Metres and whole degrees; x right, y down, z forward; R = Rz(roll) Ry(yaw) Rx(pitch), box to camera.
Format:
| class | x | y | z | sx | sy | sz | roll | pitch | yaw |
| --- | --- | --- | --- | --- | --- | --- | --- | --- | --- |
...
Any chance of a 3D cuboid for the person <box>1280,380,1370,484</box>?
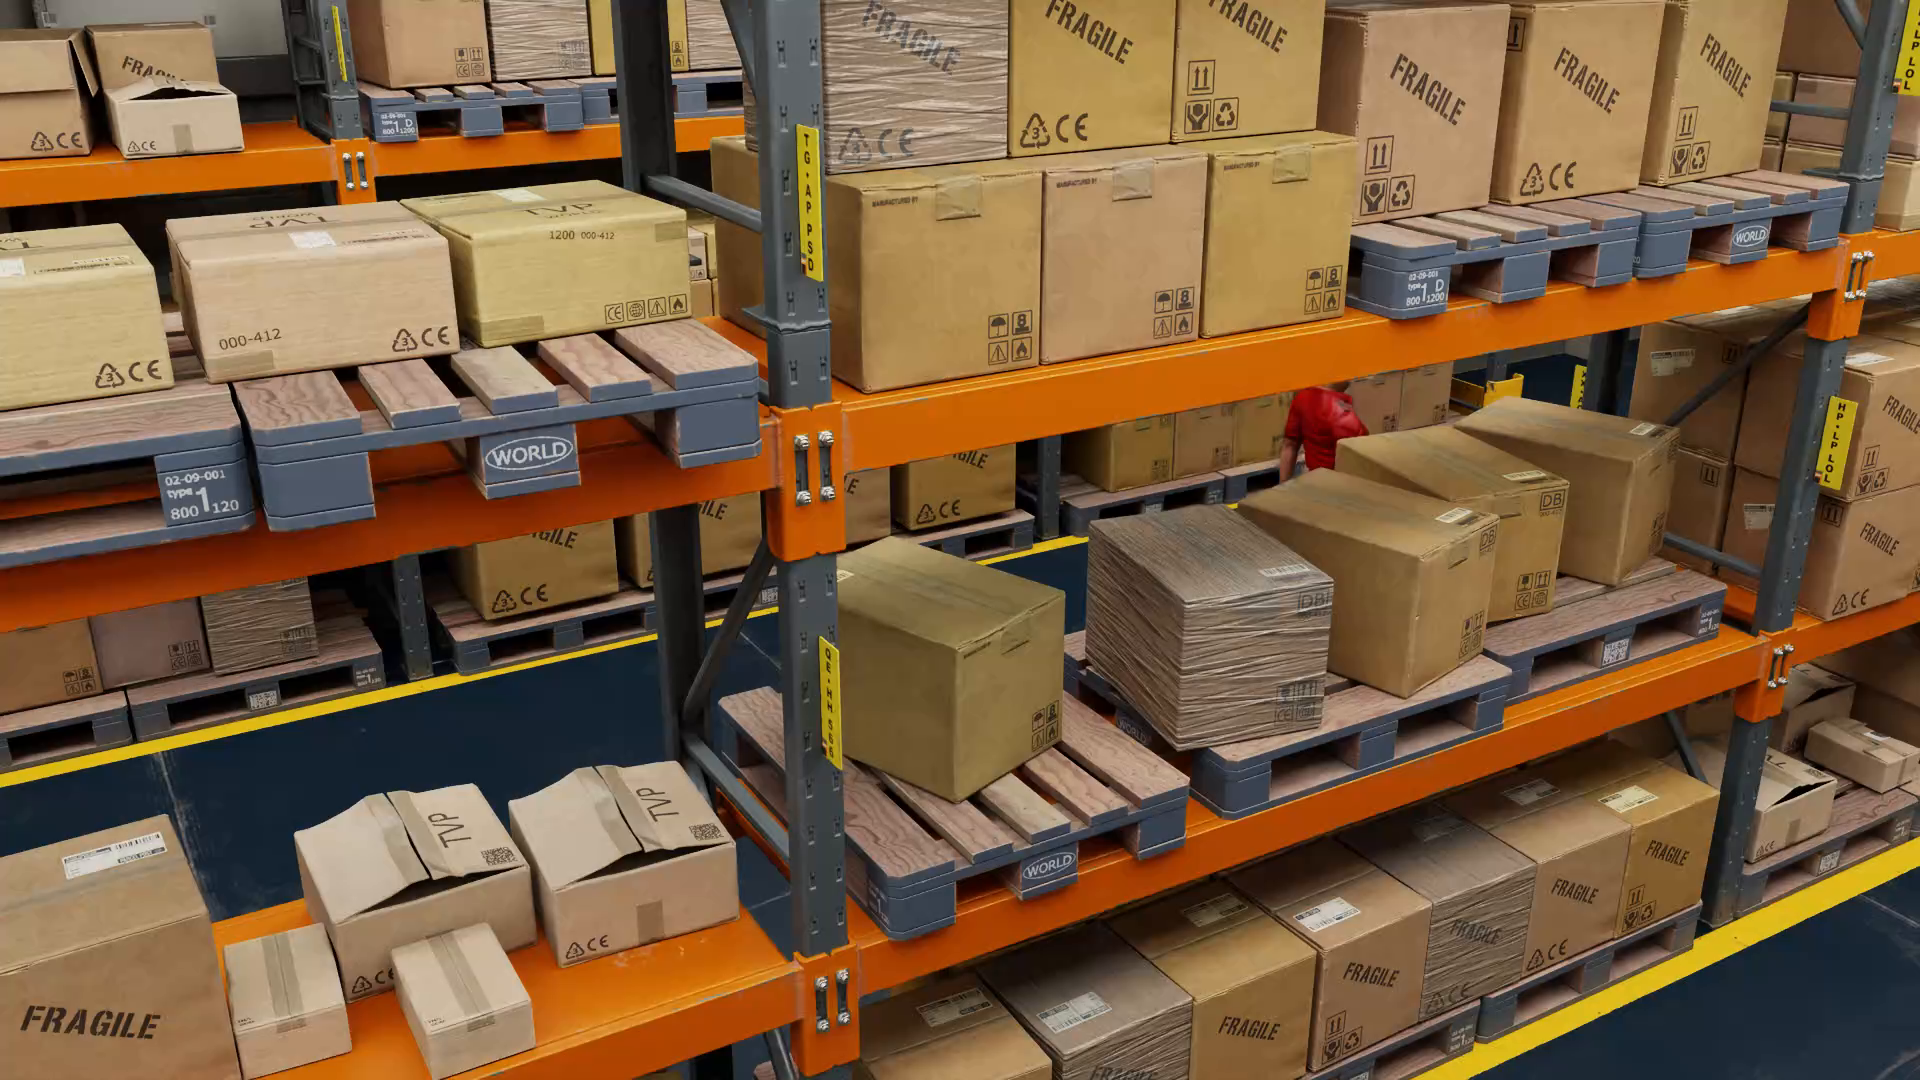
| class | x | y | z | sx | sy | sz | roll | pitch | yaw |
| --- | --- | --- | --- | --- | --- | --- | --- | --- | --- |
| person | 2.074 | -0.208 | 8.903 | 0.896 | 1.712 | 0.534 | -5 | 22 | -13 |
